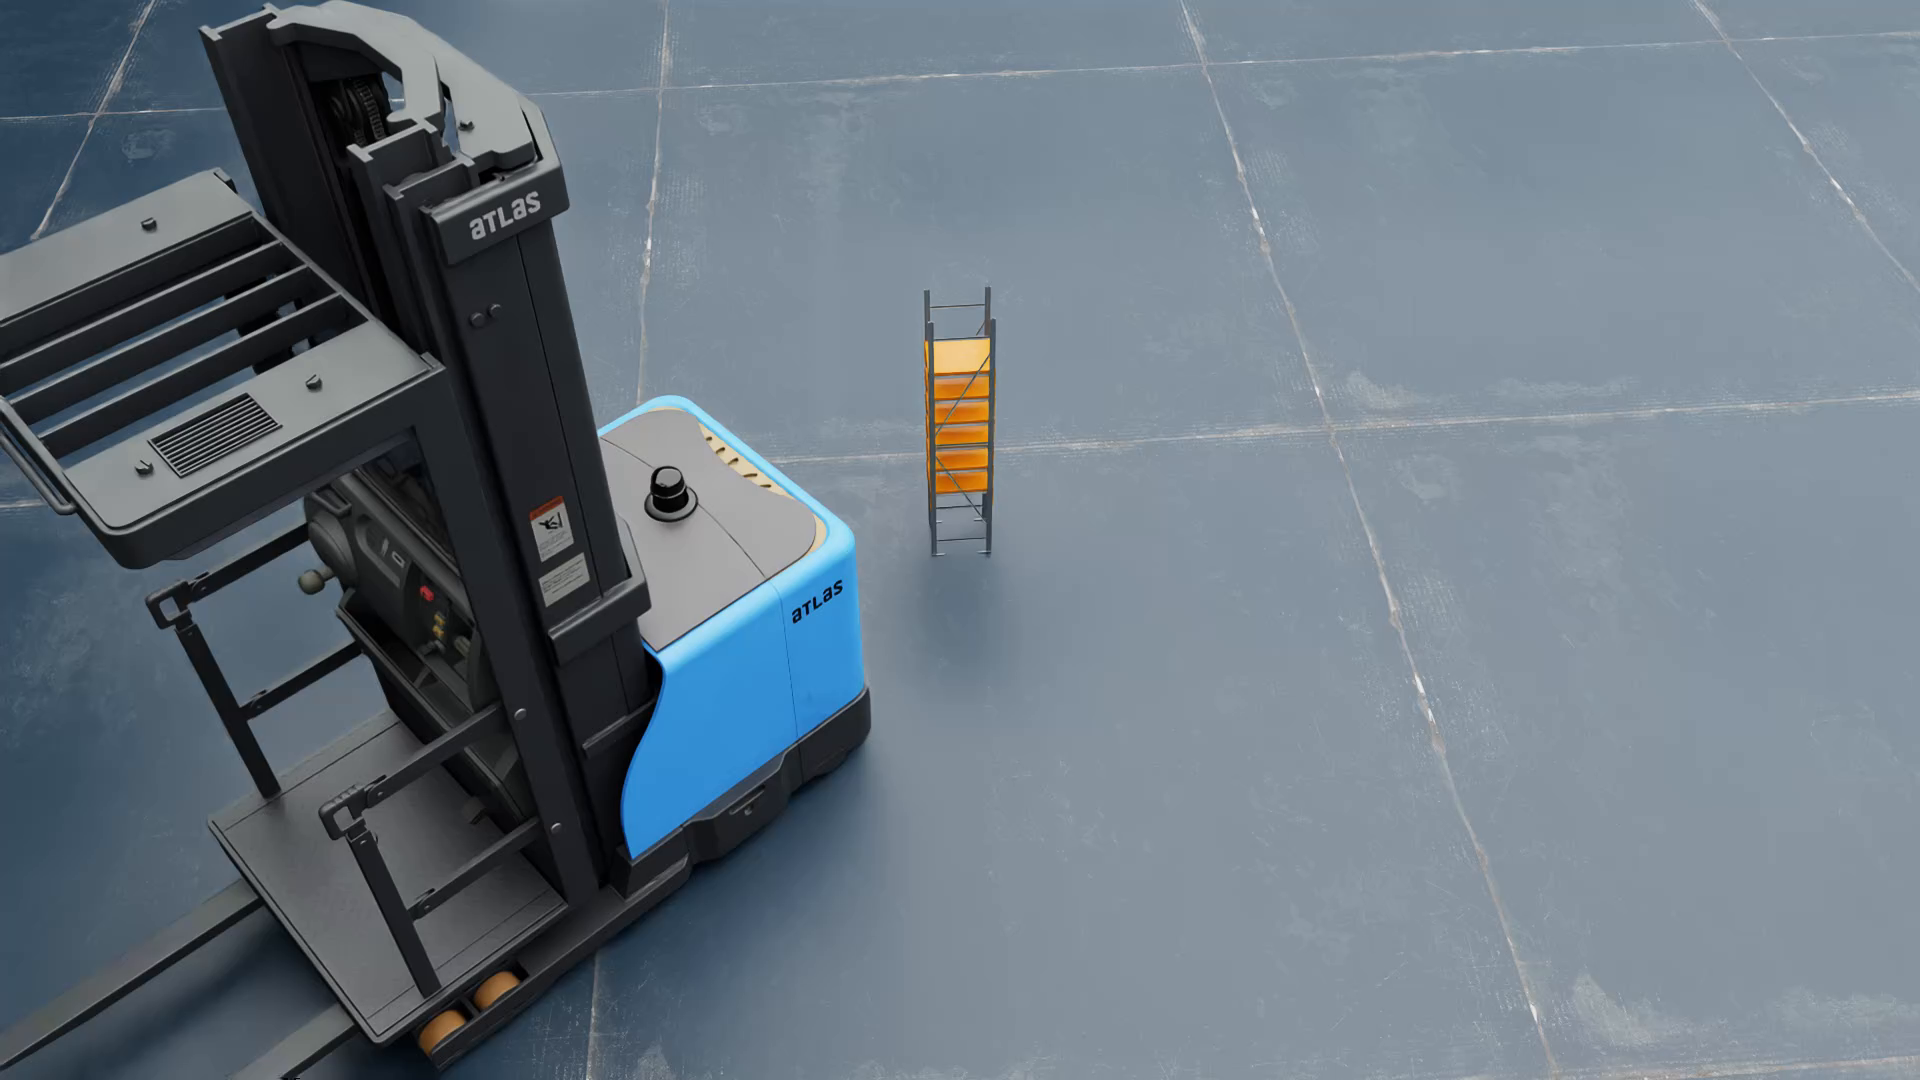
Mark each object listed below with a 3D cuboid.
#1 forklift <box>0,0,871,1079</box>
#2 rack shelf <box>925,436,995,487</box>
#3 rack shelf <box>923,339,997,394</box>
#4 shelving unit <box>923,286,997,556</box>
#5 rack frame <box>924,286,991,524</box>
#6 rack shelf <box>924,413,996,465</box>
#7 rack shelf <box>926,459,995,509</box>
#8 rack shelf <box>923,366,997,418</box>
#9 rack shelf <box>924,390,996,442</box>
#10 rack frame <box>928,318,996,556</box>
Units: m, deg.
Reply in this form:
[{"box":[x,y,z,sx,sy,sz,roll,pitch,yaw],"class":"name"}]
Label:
[{"box":[-1.735,0.193,4.549,3.031,2.935,1.130,-35,56,-28],"class":"forklift"},{"box":[-0.001,-0.310,6.444,0.258,0.103,0.180,-3,47,-3],"class":"rack shelf"},{"box":[-0.001,-0.640,6.095,0.258,0.103,0.180,-3,47,-3],"class":"rack shelf"},{"box":[-0.001,-0.423,6.324,0.258,1.200,0.189,-3,47,-3],"class":"shelving unit"},{"box":[-0.009,-0.489,6.387,0.240,1.200,0.006,-3,47,-3],"class":"rack frame"},{"box":[-0.001,-0.392,6.357,0.258,0.103,0.180,-3,47,-3],"class":"rack shelf"},{"box":[-0.001,-0.227,6.531,0.258,0.103,0.180,-3,47,-3],"class":"rack shelf"},{"box":[-0.001,-0.558,6.182,0.258,0.103,0.180,-3,47,-3],"class":"rack shelf"},{"box":[-0.001,-0.475,6.269,0.258,0.103,0.180,-3,47,-3],"class":"rack shelf"},{"box":[0.006,-0.357,6.262,0.240,1.200,0.006,-3,47,-3],"class":"rack frame"}]
